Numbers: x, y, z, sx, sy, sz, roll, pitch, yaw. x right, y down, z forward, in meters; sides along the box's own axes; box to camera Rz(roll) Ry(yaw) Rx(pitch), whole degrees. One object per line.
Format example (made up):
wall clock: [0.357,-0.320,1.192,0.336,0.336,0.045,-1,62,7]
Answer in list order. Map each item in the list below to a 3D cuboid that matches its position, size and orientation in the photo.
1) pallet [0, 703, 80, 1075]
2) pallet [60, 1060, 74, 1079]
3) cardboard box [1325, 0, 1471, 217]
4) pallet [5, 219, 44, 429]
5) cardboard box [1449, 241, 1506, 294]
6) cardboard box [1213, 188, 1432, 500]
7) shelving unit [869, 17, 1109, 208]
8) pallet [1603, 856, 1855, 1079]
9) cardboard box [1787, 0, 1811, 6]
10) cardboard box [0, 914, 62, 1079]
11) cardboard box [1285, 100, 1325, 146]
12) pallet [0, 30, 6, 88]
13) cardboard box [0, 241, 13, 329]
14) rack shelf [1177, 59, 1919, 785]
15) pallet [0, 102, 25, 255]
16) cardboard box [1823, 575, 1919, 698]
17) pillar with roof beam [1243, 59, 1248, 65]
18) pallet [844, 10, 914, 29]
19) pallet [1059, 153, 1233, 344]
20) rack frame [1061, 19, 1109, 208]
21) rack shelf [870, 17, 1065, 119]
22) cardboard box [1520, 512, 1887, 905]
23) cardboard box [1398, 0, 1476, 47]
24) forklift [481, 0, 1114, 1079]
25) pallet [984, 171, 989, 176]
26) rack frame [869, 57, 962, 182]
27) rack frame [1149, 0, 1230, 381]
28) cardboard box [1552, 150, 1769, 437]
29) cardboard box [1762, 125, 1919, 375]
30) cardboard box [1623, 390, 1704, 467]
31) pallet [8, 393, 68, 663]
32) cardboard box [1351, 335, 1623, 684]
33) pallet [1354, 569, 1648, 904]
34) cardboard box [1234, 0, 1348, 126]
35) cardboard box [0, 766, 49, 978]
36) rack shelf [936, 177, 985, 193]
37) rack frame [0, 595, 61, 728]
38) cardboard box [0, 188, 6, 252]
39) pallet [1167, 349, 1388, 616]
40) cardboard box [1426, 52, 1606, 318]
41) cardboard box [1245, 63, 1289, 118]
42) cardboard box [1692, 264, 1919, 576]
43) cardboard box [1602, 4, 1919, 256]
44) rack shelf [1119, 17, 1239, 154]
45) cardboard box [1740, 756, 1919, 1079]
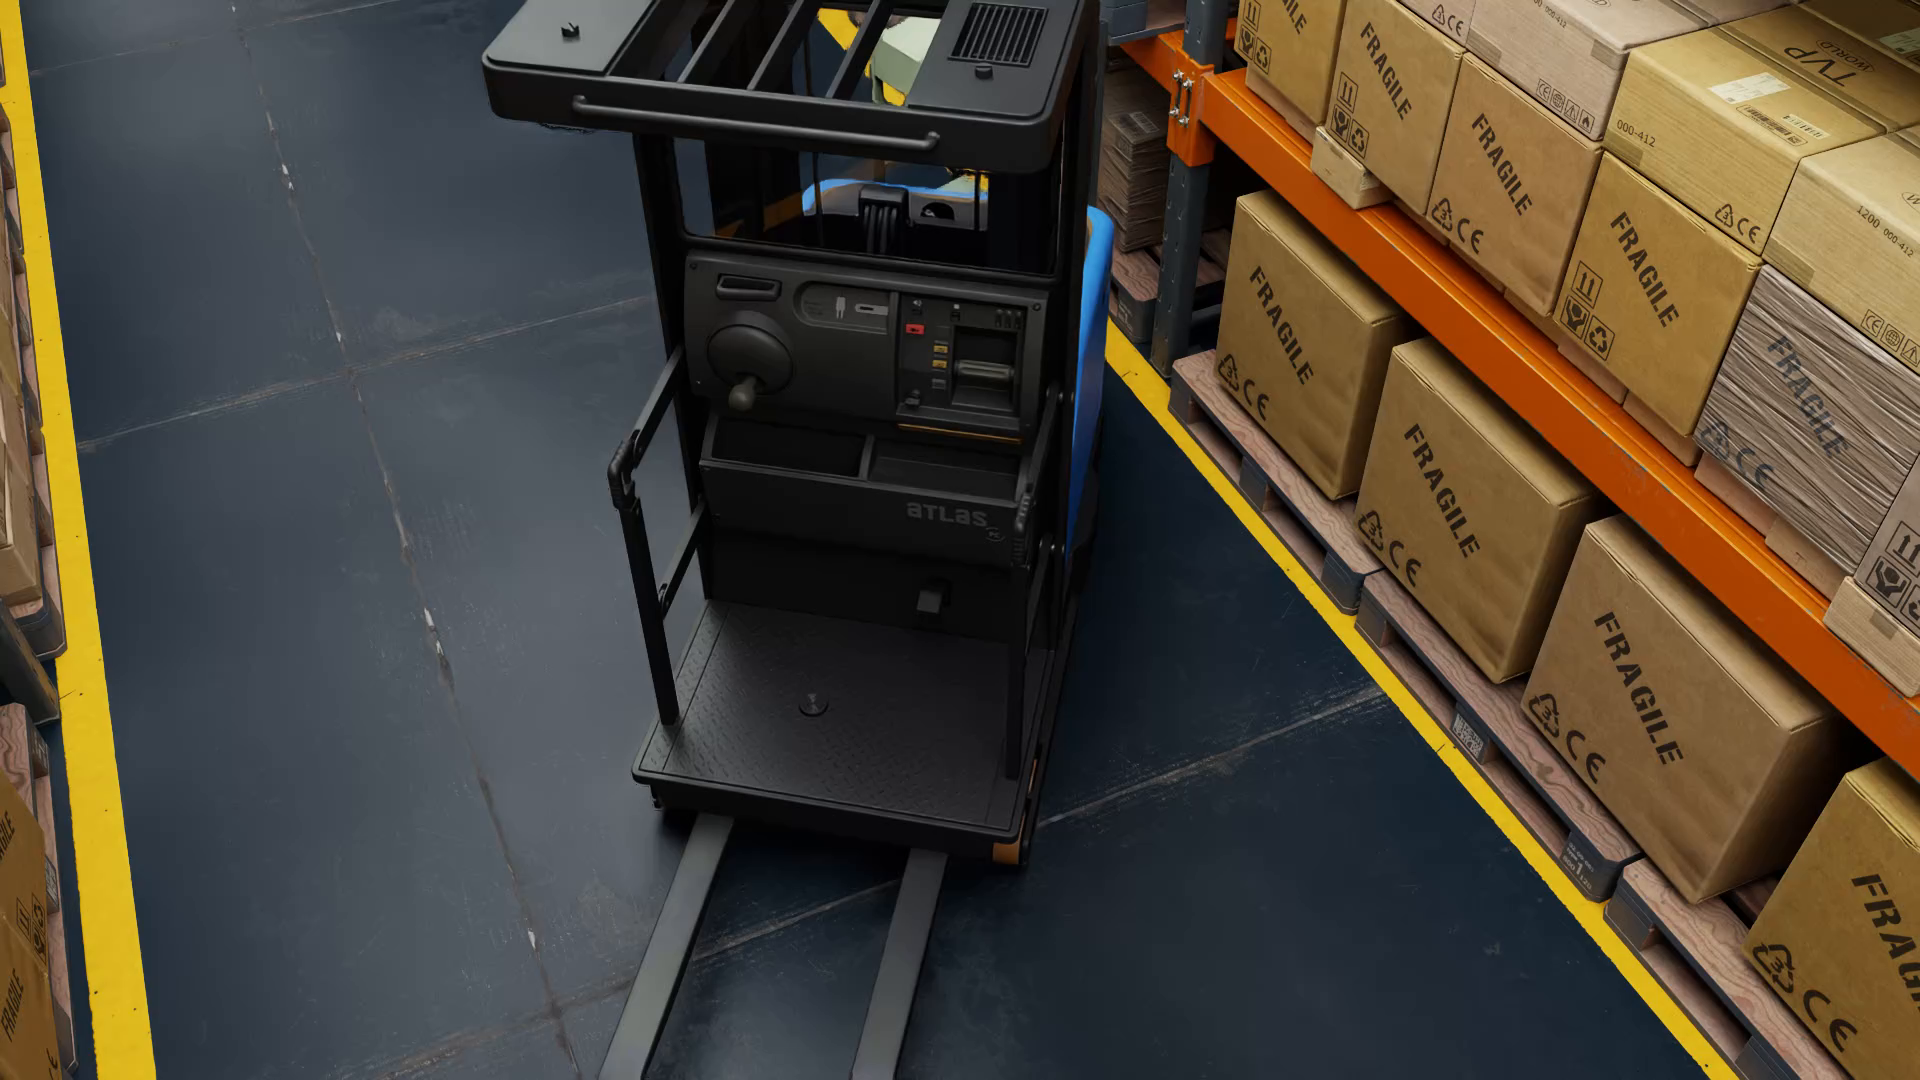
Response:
pallet: [-3.000,1.082,4.503,1.003,0.211,1.213,-18,47,-17]
pallet: [-2.491,1.859,3.716,1.003,0.211,1.213,-18,47,-17]
cardboard box: [1.397,-1.290,4.624,0.500,0.500,0.500,-17,47,-16]
pallet: [-4.099,-0.717,6.327,1.003,0.211,1.213,-18,47,-17]
cardboard box: [1.609,-0.858,4.648,0.380,0.149,0.250,-17,47,-17]
cardboard box: [1.404,-0.740,5.595,0.750,0.750,0.750,-19,48,-18]
shelving unit: [0.080,-1.232,5.931,0.431,1.500,0.755,-30,52,-27]
pallet: [2.502,1.210,4.374,1.003,0.211,1.213,-18,47,-17]
cardboard box: [2.067,-1.407,4.209,0.500,0.250,0.500,-19,48,-18]
cardboard box: [-2.456,1.192,3.872,0.500,0.500,0.500,-20,48,-19]
cardboard box: [1.240,-1.339,5.136,0.380,0.149,0.250,-17,47,-17]
pallet: [-5.258,-2.473,8.106,1.003,0.211,1.213,-18,47,-17]
cardboard box: [-3.885,-0.965,6.251,0.500,0.250,0.500,-17,47,-17]
rack shelf: [2.054,-0.332,4.463,1.077,0.370,4.000,-18,47,-17]
pallet: [-4.616,-1.496,7.116,1.003,0.211,1.213,-18,47,-17]
cardboard box: [2.136,0.154,3.623,0.380,0.149,0.250,-18,47,-17]
pillar with roof beam: [-2.454,-3.811,3.205,9.100,9.000,0.400,-18,47,-17]
pallet: [-0.140,-2.923,8.562,1.003,0.211,1.213,-18,47,-17]
pallet: [0.886,-1.368,6.987,1.003,0.211,1.213,-18,47,-17]
rack frame: [0.312,-1.033,5.729,0.400,1.500,0.023,-30,52,-27]
rack shelf: [0.080,-1.510,5.657,0.431,0.370,0.720,-30,52,-27]
cardboard box: [2.128,0.361,4.480,0.750,0.750,0.750,-17,47,-16]
cardboard box: [1.397,-1.570,4.375,0.500,0.250,0.500,-19,48,-18]
forklift: [-0.287,-0.374,4.087,1.129,2.867,3.031,8,45,8]
pallet: [0.377,-2.145,7.773,1.003,0.211,1.213,-18,47,-17]
rack frame: [-0.152,-1.431,6.132,0.400,1.500,0.023,-30,52,-27]
rack frame: [1.213,-1.863,5.502,1.000,3.000,0.127,-18,47,-17]
cardboard box: [1.831,-0.644,3.969,0.500,0.500,0.500,-17,47,-16]
cardboard box: [2.046,-0.605,3.396,0.500,0.250,0.500,-17,47,-17]
cardboard box: [1.901,-0.358,4.142,0.380,0.149,0.250,-17,47,-16]
pallet: [-3.590,0.059,5.540,1.003,0.211,1.213,-18,47,-17]
cardboard box: [1.766,-0.179,5.028,0.750,0.750,0.750,-18,47,-18]
pallet: [1.986,0.431,5.163,1.003,0.211,1.213,-18,47,-17]
cardboard box: [1.185,-1.626,4.965,0.500,0.500,0.500,-17,47,-16]
cardboard box: [-2.673,0.863,4.207,0.500,0.500,0.500,-16,47,-16]
rack shelf: [0.080,-1.070,6.091,0.368,0.124,0.686,-30,52,-27]
rack frame: [-3.280,-0.397,4.017,1.000,3.000,0.127,-18,47,-17]
cardboard box: [-4.097,-1.290,6.580,0.500,0.250,0.500,-17,47,-17]
pallet: [1.477,-0.345,5.950,1.003,0.211,1.213,-18,47,-17]
cardboard box: [1.605,-0.973,4.303,0.500,0.500,0.500,-18,47,-18]
cardboard box: [1.142,-1.502,5.301,0.380,0.149,0.250,-19,48,-18]
cardboard box: [2.046,-0.327,3.648,0.500,0.500,0.500,-18,47,-17]
cardboard box: [1.831,-0.929,3.725,0.500,0.250,0.500,-19,48,-18]
rack shelf: [0.372,-2.881,7.046,1.077,0.370,4.000,-18,47,-17]
cardboard box: [2.504,0.926,3.907,0.750,0.750,0.750,-18,47,-17]
